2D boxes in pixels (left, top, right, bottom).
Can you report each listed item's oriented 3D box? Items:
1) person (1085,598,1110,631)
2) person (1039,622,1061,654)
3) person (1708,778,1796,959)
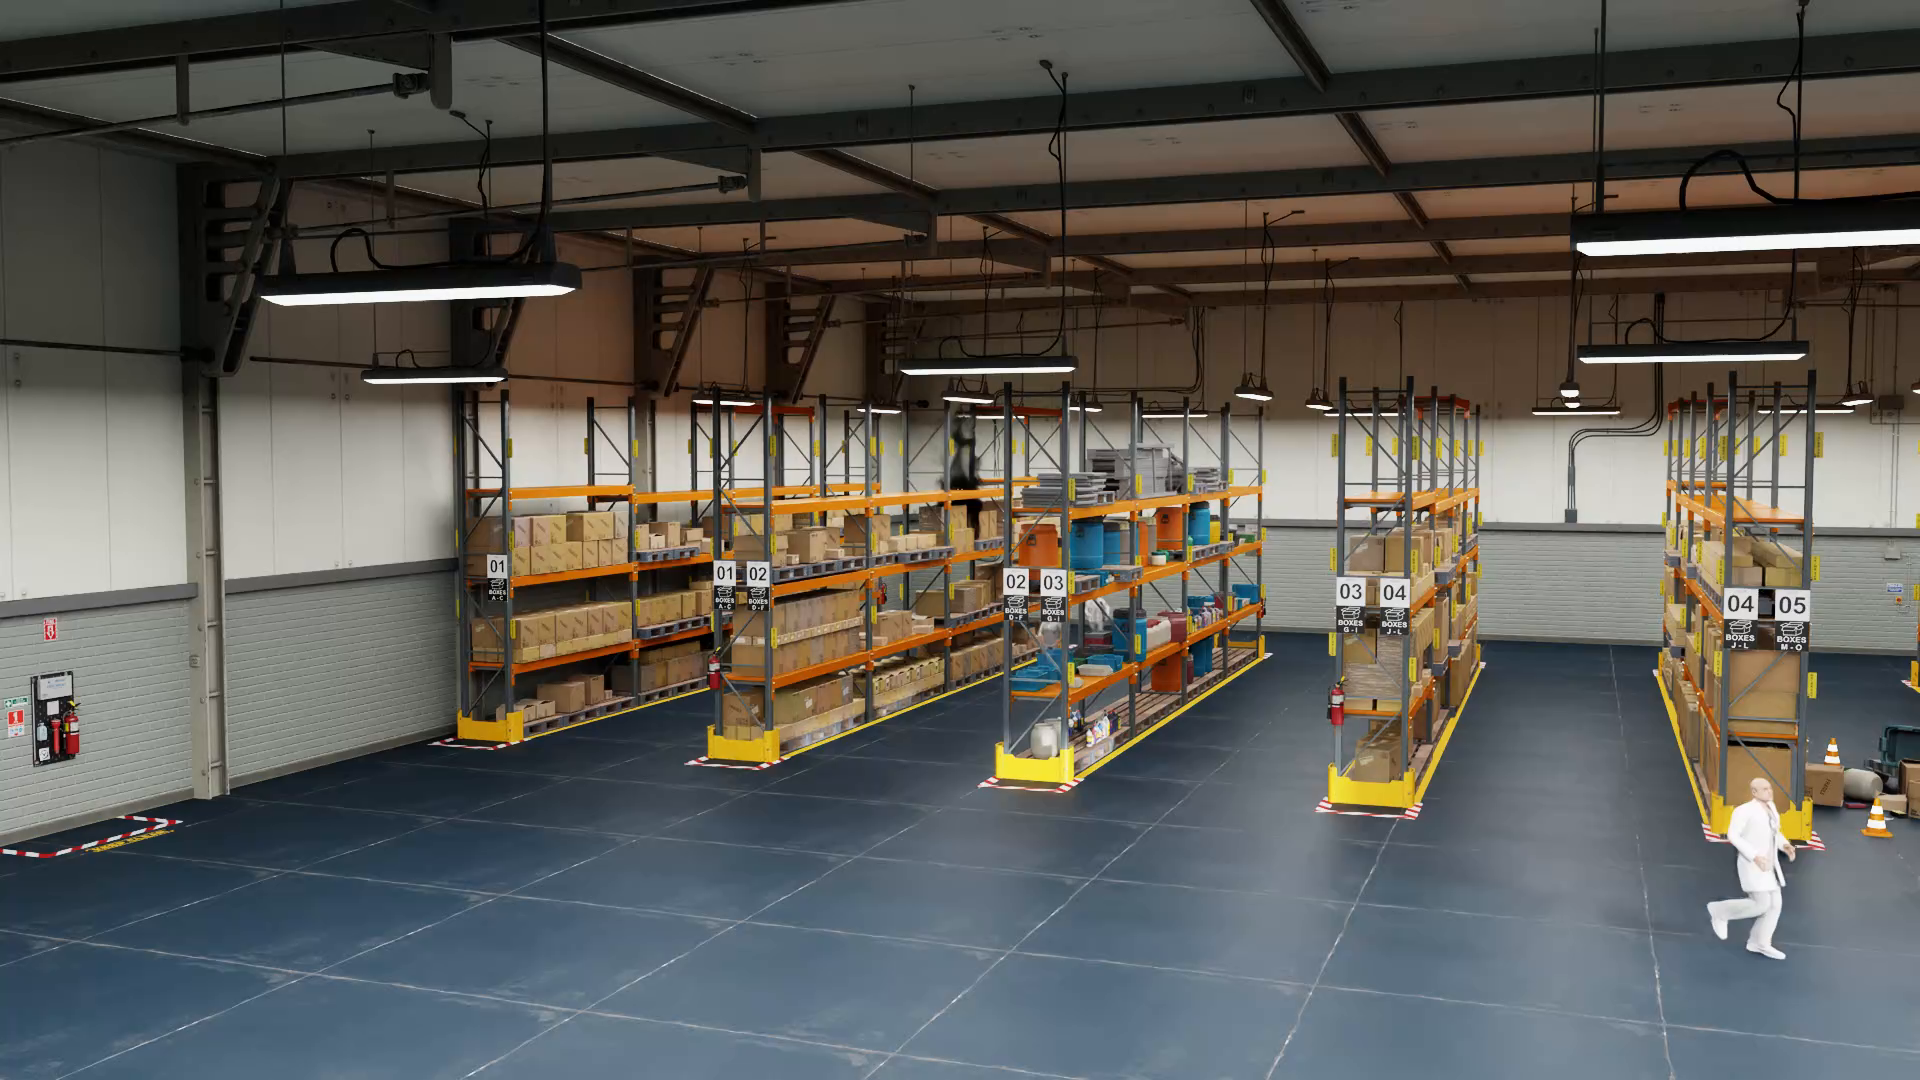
[{"bbox_3d":[3.217,1.966,39.462,0.638,1.709,0.930,0,3,9],"label":"person"},{"bbox_3d":[1.809,2.117,32.961,0.554,1.580,0.495,1,3,15],"label":"person"},{"bbox_3d":[7.899,3.226,16.563,0.711,1.757,0.718,-2,4,-32],"label":"person"}]
